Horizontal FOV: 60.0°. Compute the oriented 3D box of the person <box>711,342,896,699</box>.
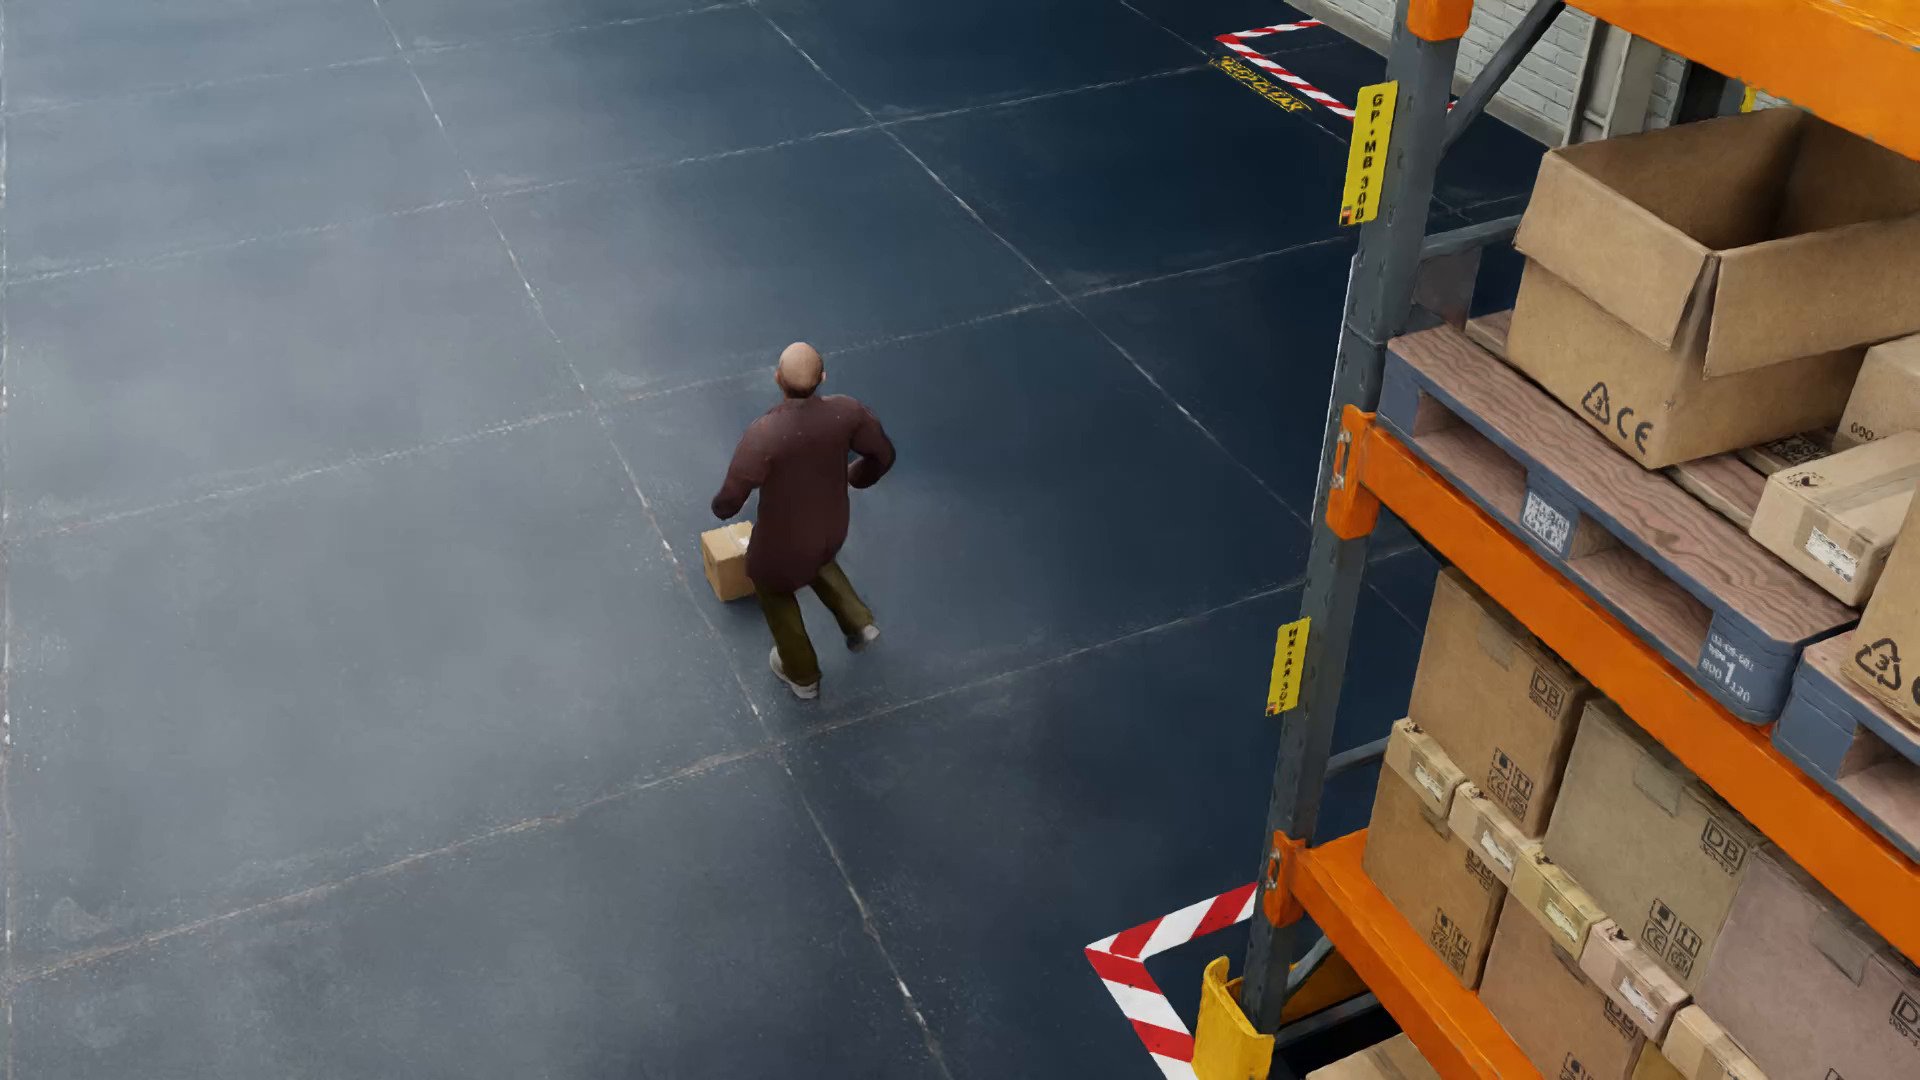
[{"bbox_3d":[-0.692,-0.076,7.001,0.772,1.744,0.521,-26,44,-31],"label":"person"}]
